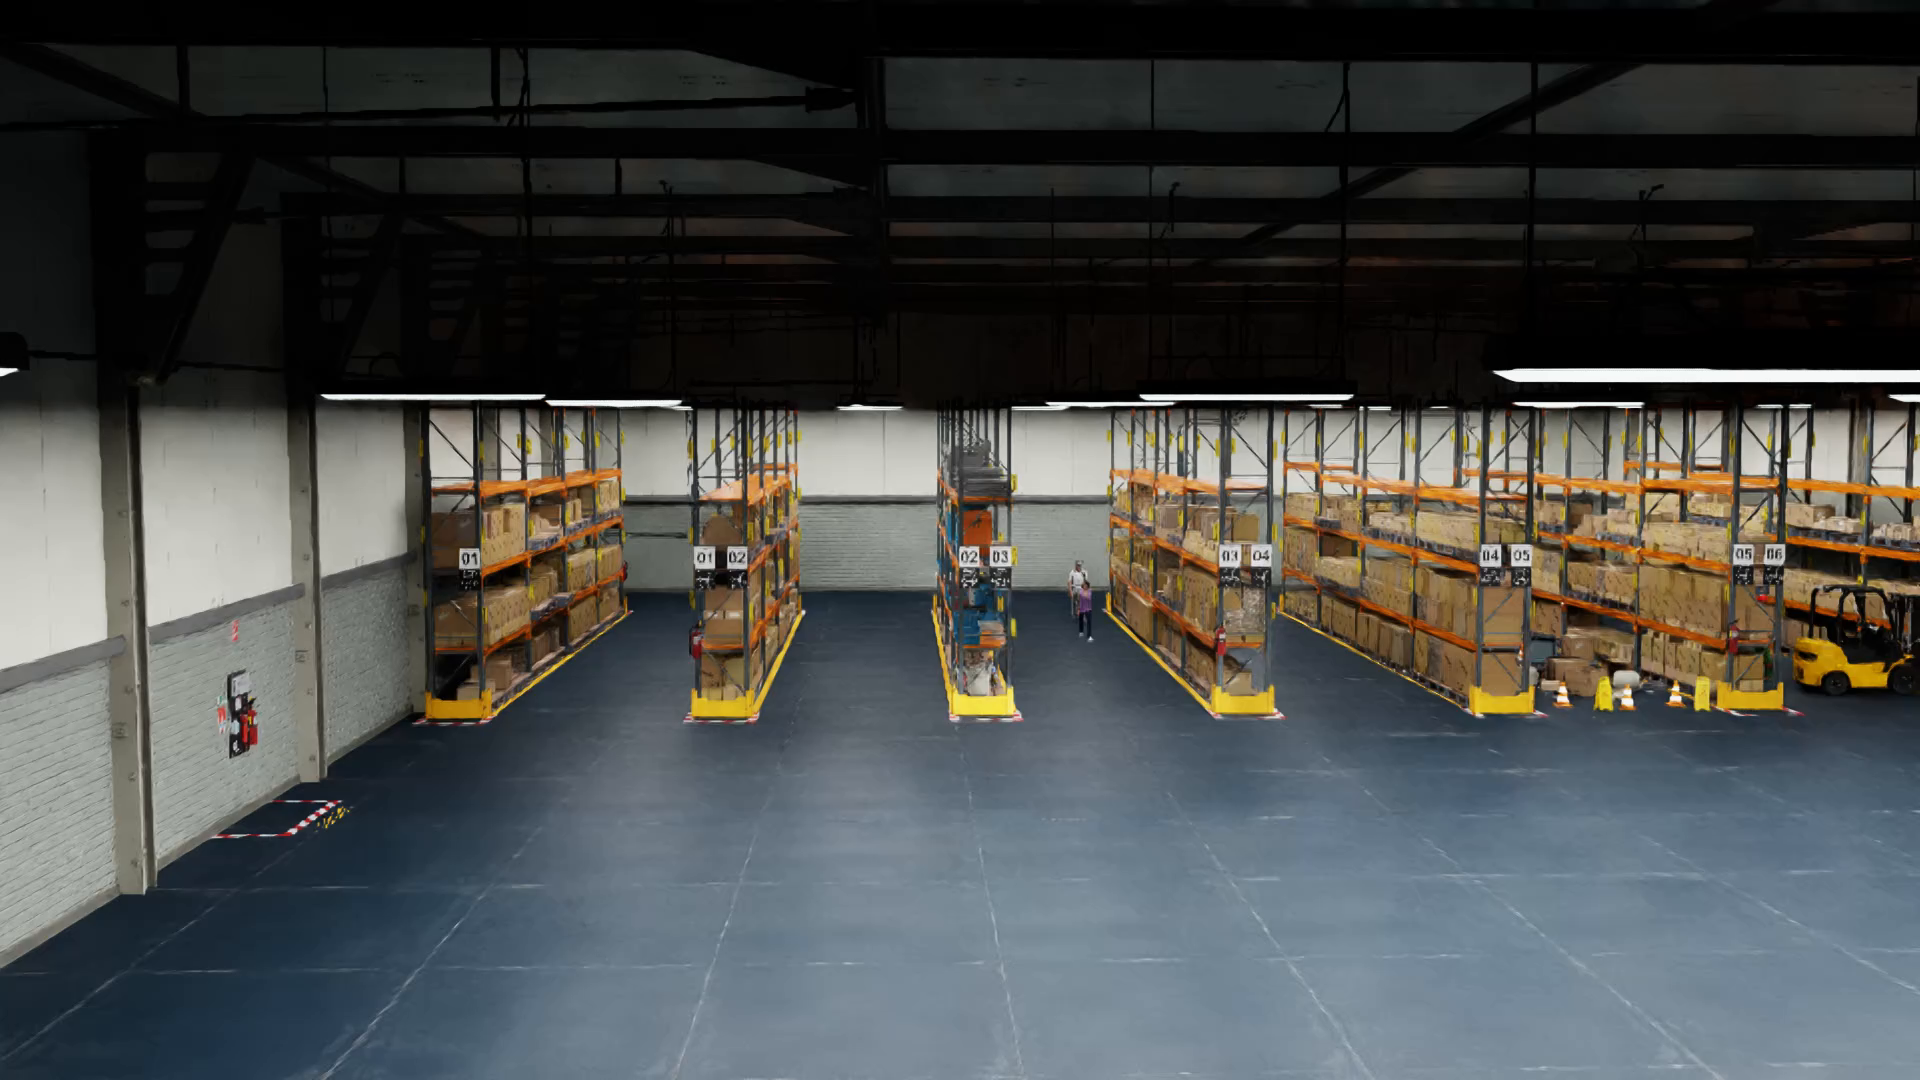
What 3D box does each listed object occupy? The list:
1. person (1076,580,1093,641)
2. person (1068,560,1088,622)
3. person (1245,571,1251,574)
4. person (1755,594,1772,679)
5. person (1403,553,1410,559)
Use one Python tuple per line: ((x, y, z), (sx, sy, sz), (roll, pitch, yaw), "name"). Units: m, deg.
((3.108, 1.742, 41.560), (0.417, 1.517, 1.037), (0, 4, 0), "person")
((3.222, 1.370, 45.319), (0.542, 1.675, 1.126), (0, 4, 0), "person")
((8.556, 1.108, 48.847), (0.567, 1.677, 0.942), (1, 5, 15), "person")
((17.176, 2.056, 35.722), (0.577, 1.785, 0.655), (2, 5, 28), "person")
((12.893, 1.209, 47.996), (0.536, 1.634, 0.607), (-1, 5, -18), "person")
